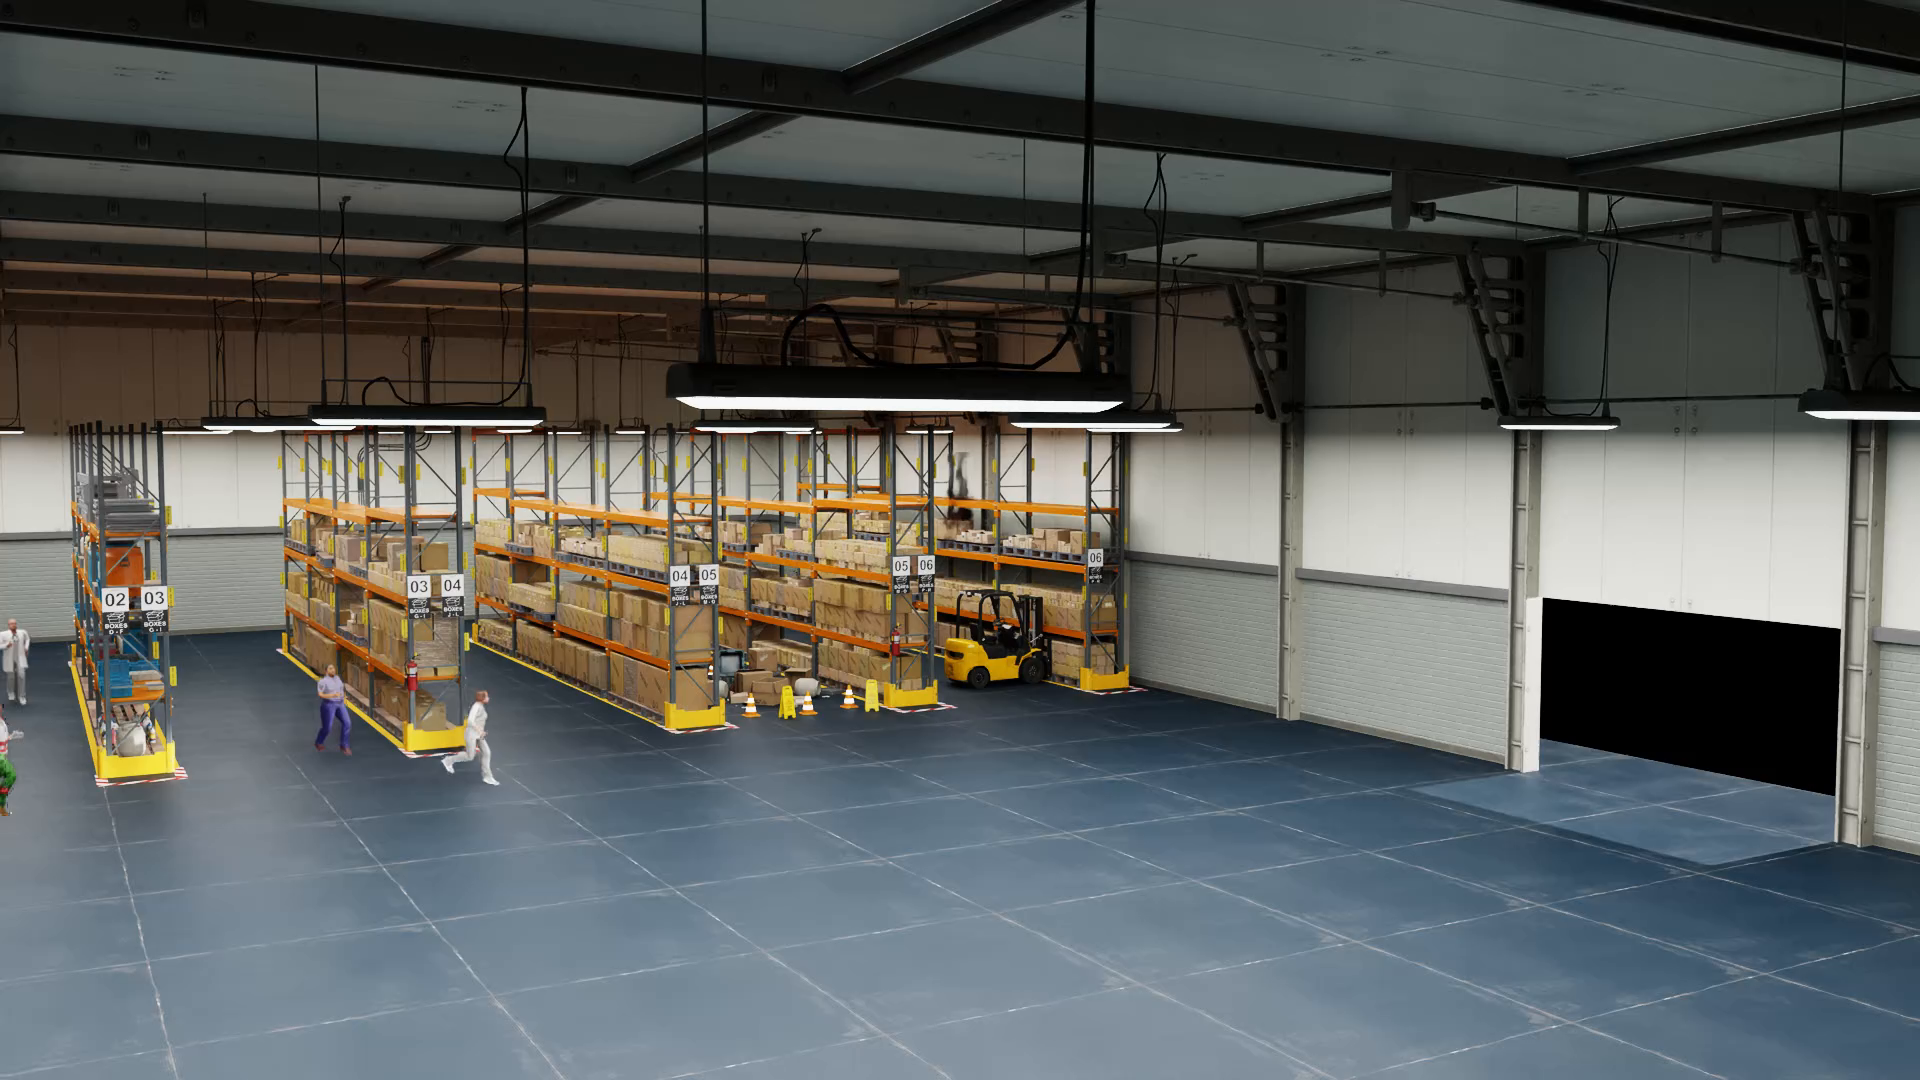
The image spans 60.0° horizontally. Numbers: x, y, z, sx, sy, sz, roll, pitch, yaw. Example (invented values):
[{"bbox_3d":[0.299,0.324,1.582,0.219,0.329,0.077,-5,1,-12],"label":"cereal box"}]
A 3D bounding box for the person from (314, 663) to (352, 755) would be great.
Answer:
[{"bbox_3d":[-11.357,3.062,30.112,0.802,1.686,0.607,3,4,36],"label":"person"}]

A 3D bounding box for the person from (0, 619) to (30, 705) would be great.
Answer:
[{"bbox_3d":[-20.370,2.607,35.797,0.695,1.828,0.917,-3,4,-38],"label":"person"}]

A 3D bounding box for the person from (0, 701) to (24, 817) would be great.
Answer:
[{"bbox_3d":[-14.549,3.278,25.116,0.741,1.822,0.645,-1,4,-13],"label":"person"}]

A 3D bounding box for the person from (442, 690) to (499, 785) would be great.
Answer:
[{"bbox_3d":[-8.076,3.259,27.433,0.930,1.586,0.540,0,4,2],"label":"person"}]
